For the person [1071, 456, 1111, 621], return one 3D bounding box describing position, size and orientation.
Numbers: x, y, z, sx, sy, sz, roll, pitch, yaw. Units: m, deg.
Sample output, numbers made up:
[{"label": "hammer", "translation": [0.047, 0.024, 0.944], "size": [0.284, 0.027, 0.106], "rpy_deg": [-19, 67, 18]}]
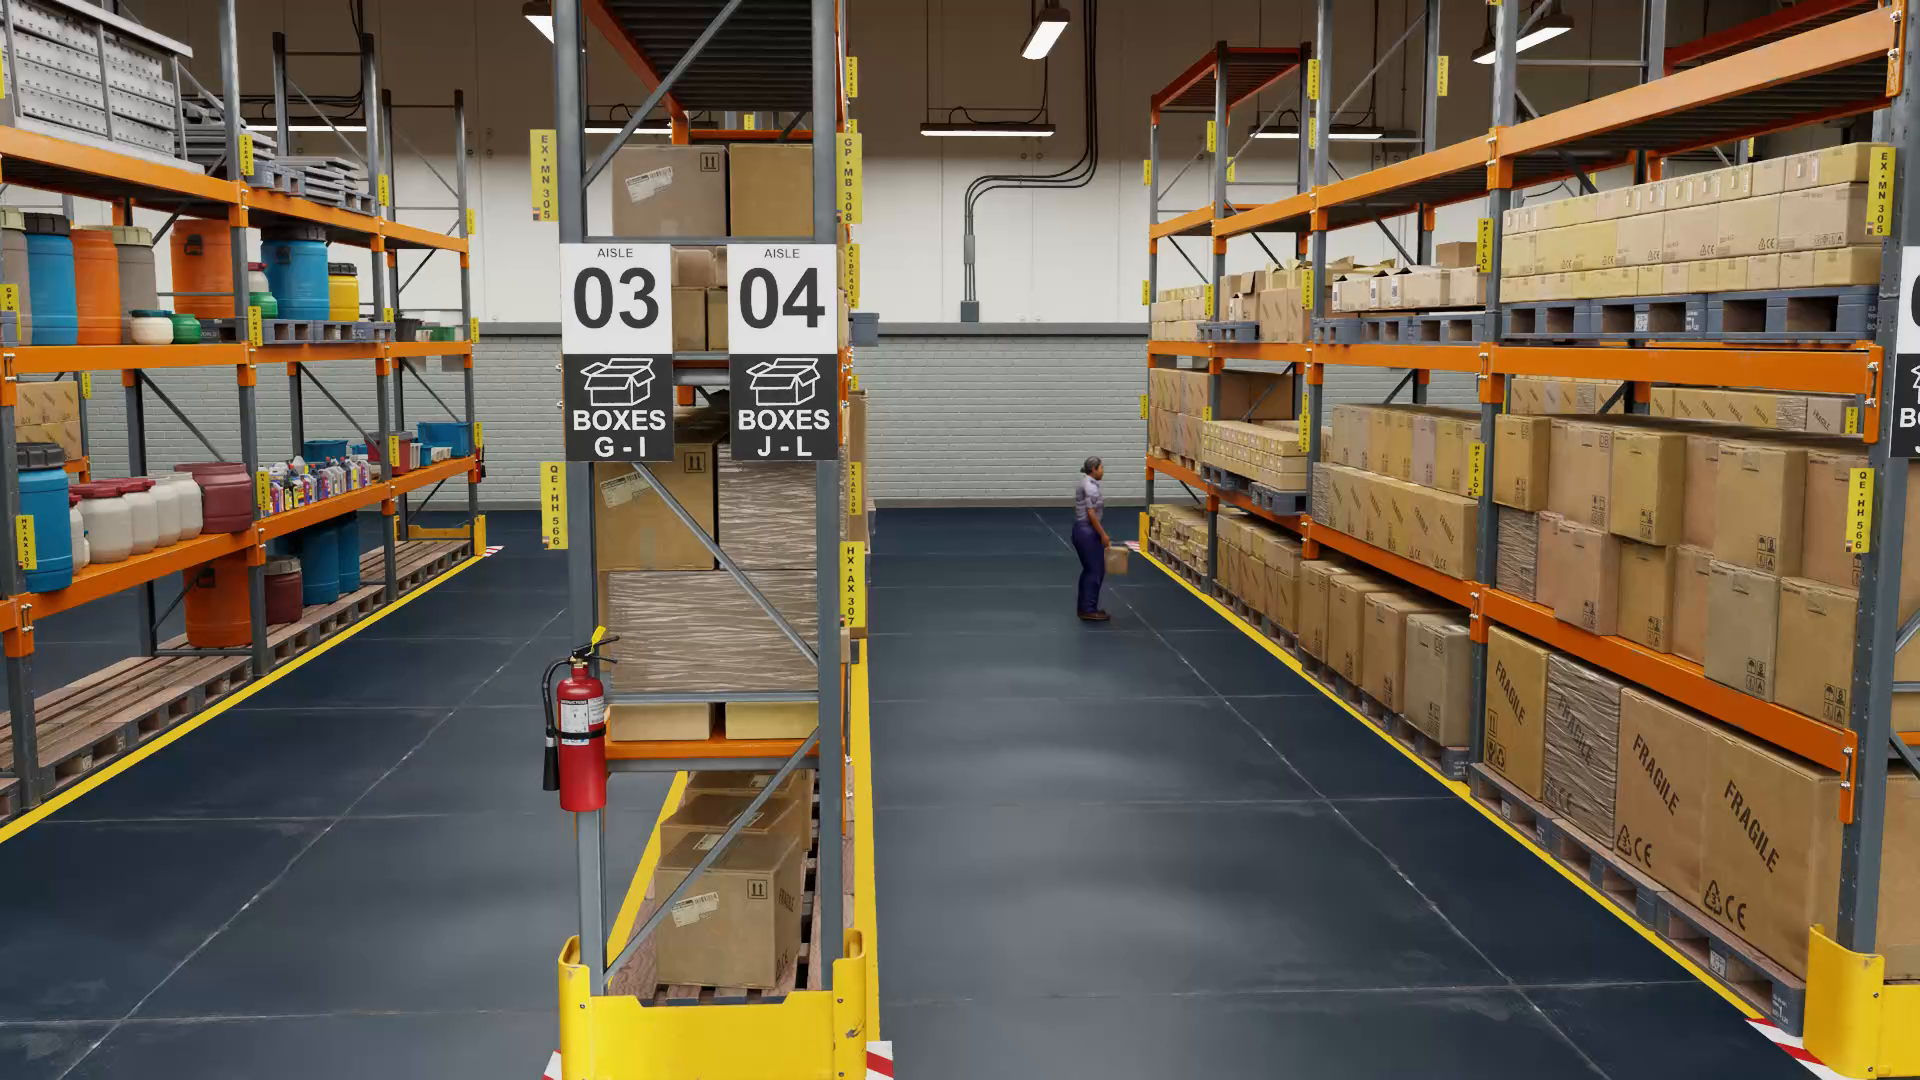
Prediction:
[{"label": "person", "translation": [1.333, -0.029, 17.005], "size": [0.370, 1.656, 0.522], "rpy_deg": [-1, 7, -5]}]
